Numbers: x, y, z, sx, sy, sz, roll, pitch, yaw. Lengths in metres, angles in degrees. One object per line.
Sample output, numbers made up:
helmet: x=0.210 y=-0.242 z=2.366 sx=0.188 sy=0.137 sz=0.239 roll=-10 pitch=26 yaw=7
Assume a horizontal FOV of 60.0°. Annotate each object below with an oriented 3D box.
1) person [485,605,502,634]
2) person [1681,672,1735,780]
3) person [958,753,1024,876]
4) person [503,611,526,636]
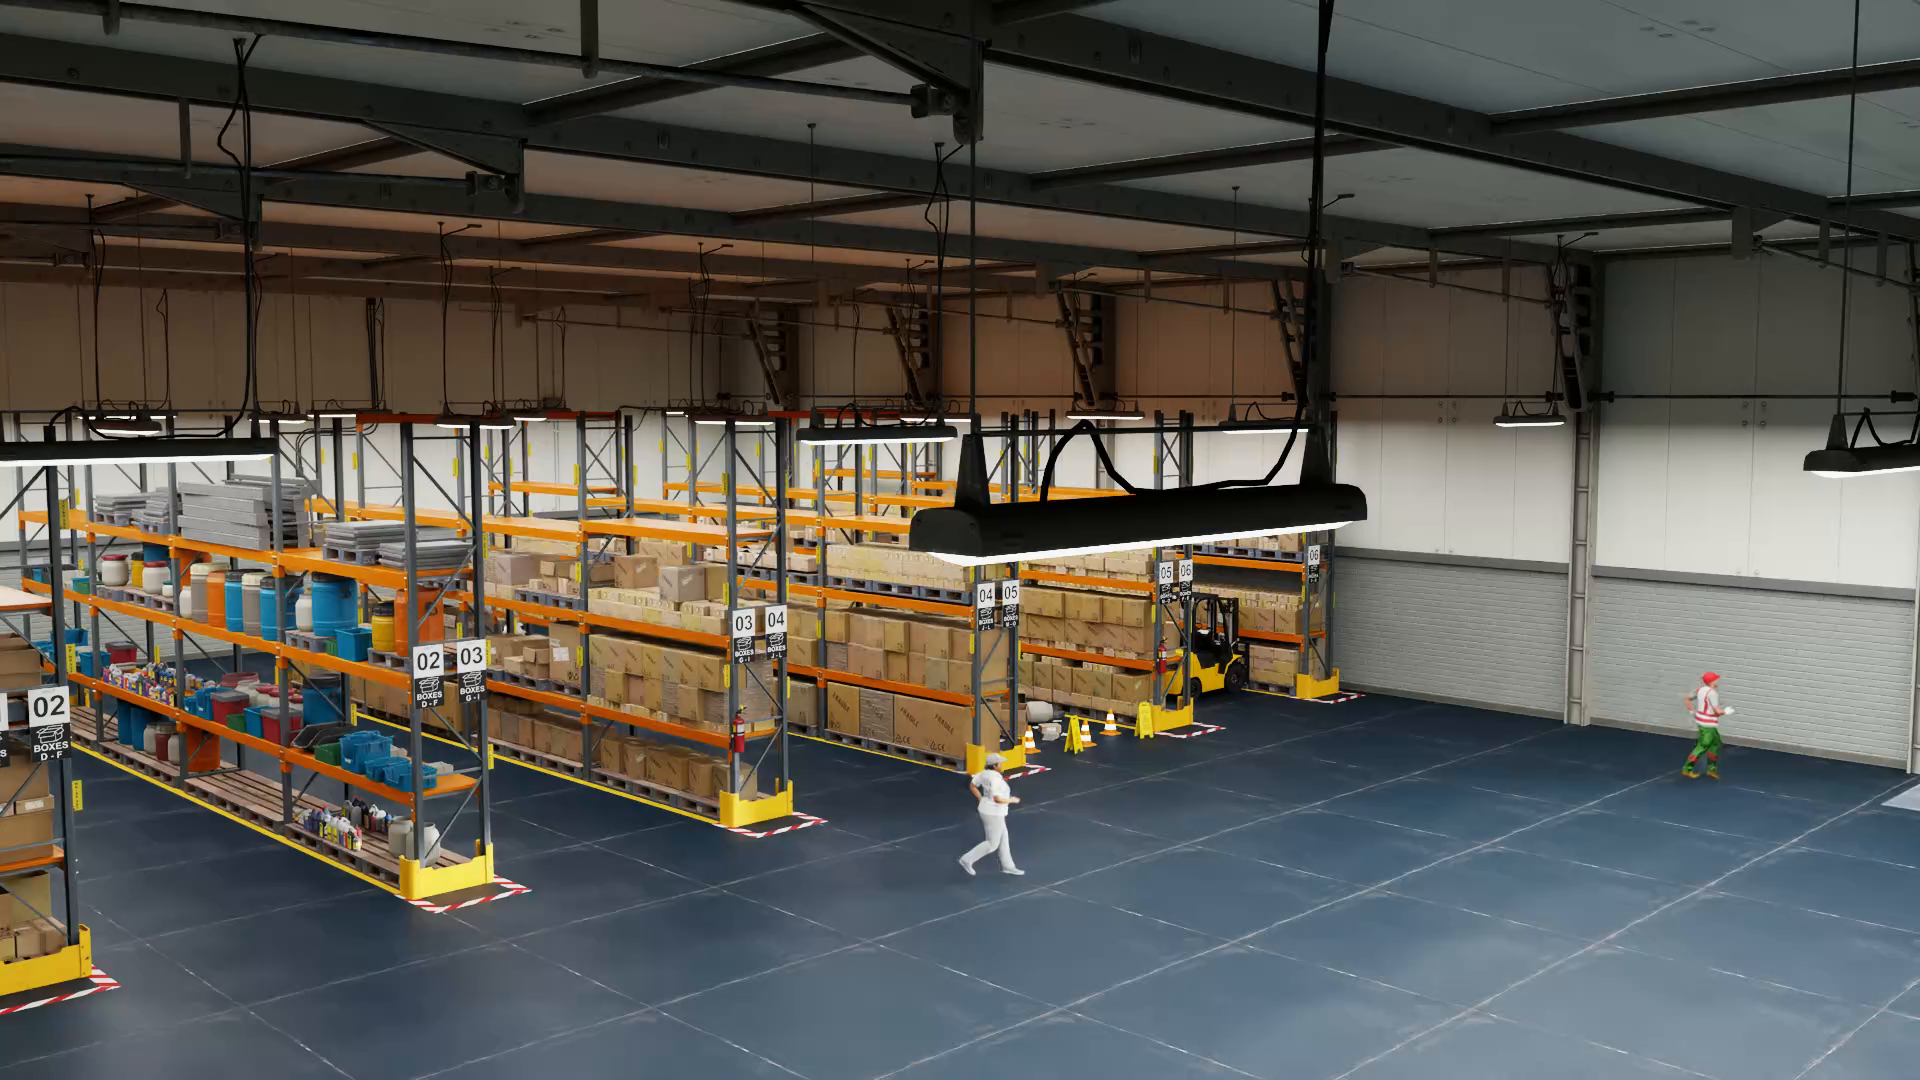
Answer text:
person: x=-11.369 y=1.926 z=40.583 sx=0.822 sy=1.766 sz=0.649 roll=-1 pitch=5 yaw=-16
person: x=12.265 y=3.073 z=27.290 sx=0.788 sy=1.836 sz=0.637 roll=1 pitch=5 yaw=6
person: x=0.414 y=3.609 z=21.725 sx=0.936 sy=1.665 sz=0.611 roll=-1 pitch=5 yaw=-15
person: x=-9.622 y=2.372 z=36.045 sx=0.608 sy=1.715 sz=0.671 roll=-5 pitch=7 yaw=-43
